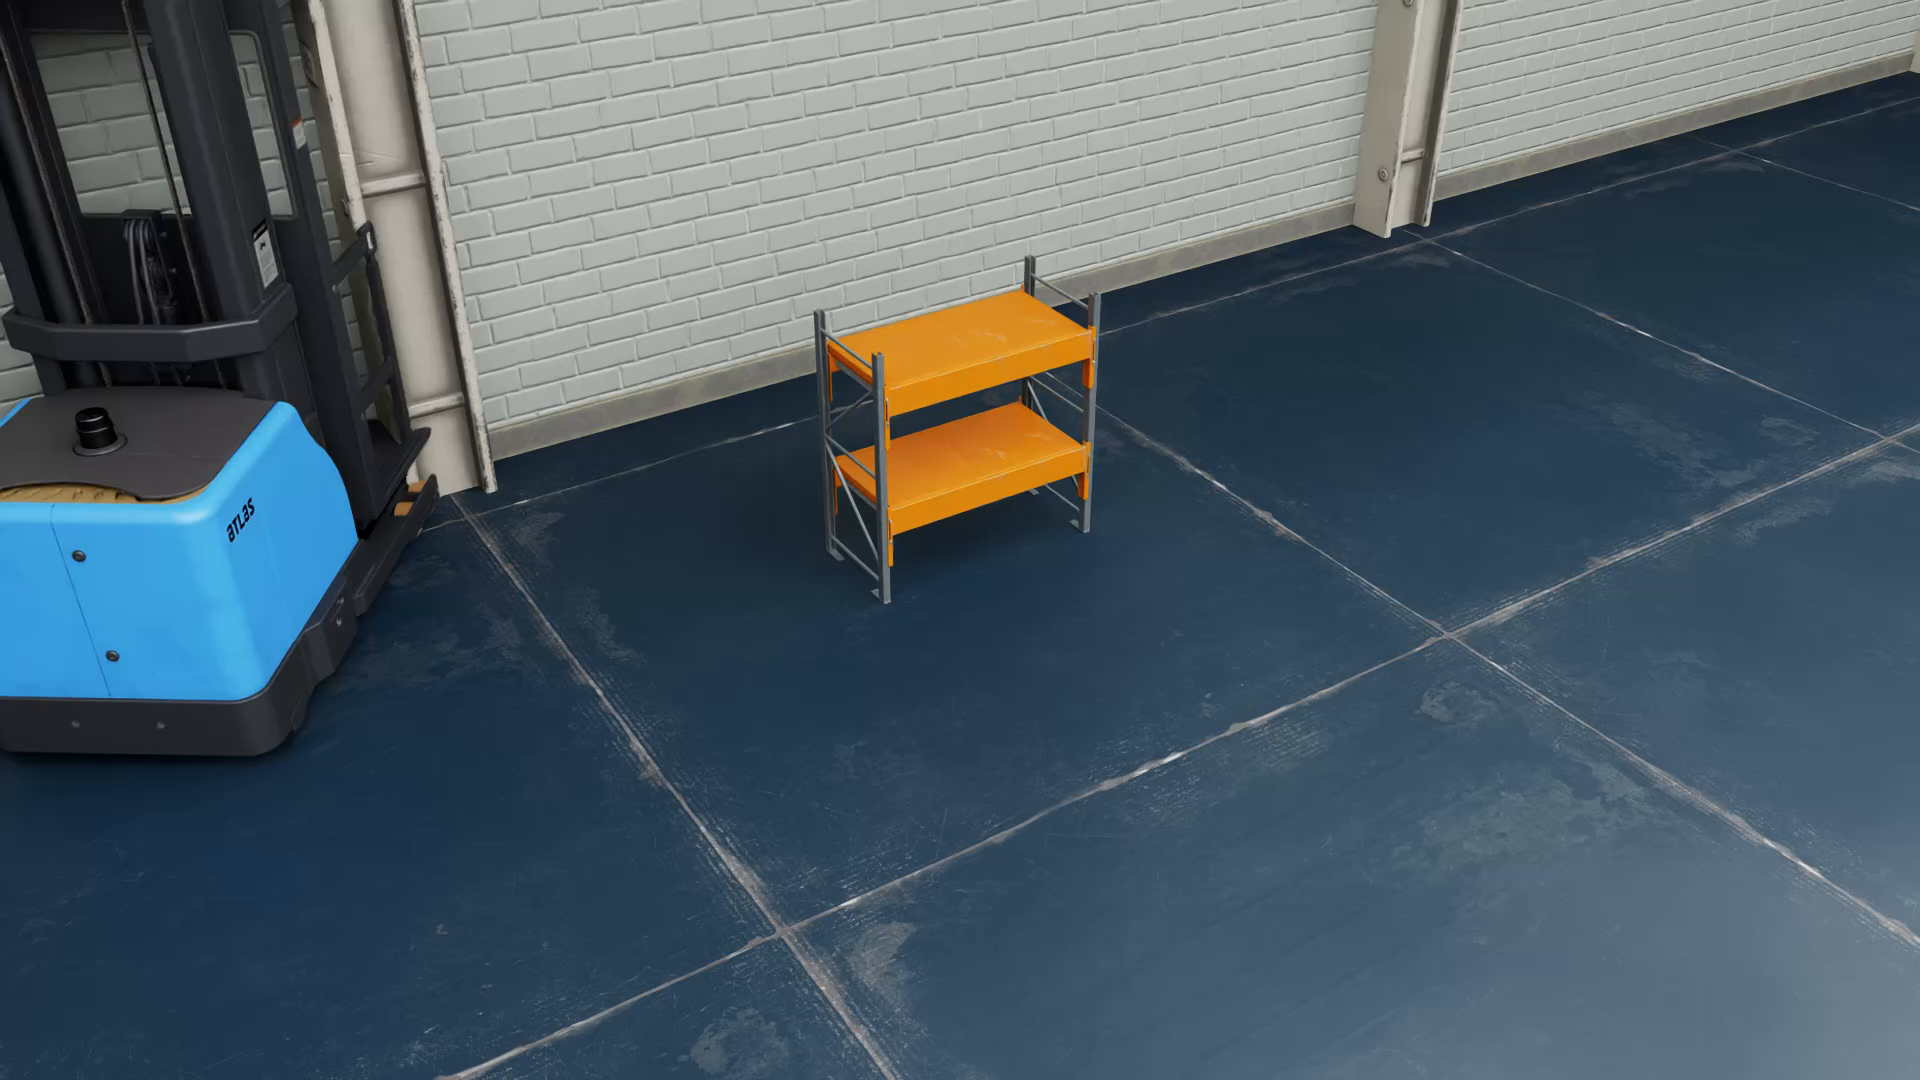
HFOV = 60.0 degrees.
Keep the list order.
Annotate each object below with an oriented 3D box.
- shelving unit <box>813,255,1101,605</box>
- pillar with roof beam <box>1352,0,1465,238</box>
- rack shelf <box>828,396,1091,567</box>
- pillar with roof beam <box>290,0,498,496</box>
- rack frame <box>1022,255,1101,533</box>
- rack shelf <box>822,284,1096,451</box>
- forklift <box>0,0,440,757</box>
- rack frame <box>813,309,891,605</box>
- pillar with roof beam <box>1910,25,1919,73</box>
[{"bbox_3d":[-0.006,-0.474,6.947,1.048,1.125,0.538,-19,37,-27],"label":"shelving unit"},{"bbox_3d":[5.012,-3.850,4.918,0.400,9.000,9.100,-19,37,-27],"label":"pillar with roof beam"},{"bbox_3d":[-0.006,-0.267,7.077,1.000,0.278,0.538,-19,37,-27],"label":"rack shelf"},{"bbox_3d":[-0.031,-2.115,2.169,0.400,9.000,9.100,-19,37,-27],"label":"pillar with roof beam"},{"bbox_3d":[0.422,-0.621,7.180,0.032,1.125,0.500,-19,37,-27],"label":"rack frame"},{"bbox_3d":[-0.006,-0.721,6.791,1.000,0.278,0.538,-19,37,-27],"label":"rack shelf"},{"bbox_3d":[-2.907,-1.225,6.445,1.130,2.935,3.031,1,32,2],"label":"forklift"},{"bbox_3d":[-0.433,-0.327,6.714,0.032,1.125,0.500,-19,37,-27],"label":"rack frame"},{"bbox_3d":[10.055,-5.584,7.668,0.400,9.000,9.100,-19,37,-27],"label":"pillar with roof beam"}]
